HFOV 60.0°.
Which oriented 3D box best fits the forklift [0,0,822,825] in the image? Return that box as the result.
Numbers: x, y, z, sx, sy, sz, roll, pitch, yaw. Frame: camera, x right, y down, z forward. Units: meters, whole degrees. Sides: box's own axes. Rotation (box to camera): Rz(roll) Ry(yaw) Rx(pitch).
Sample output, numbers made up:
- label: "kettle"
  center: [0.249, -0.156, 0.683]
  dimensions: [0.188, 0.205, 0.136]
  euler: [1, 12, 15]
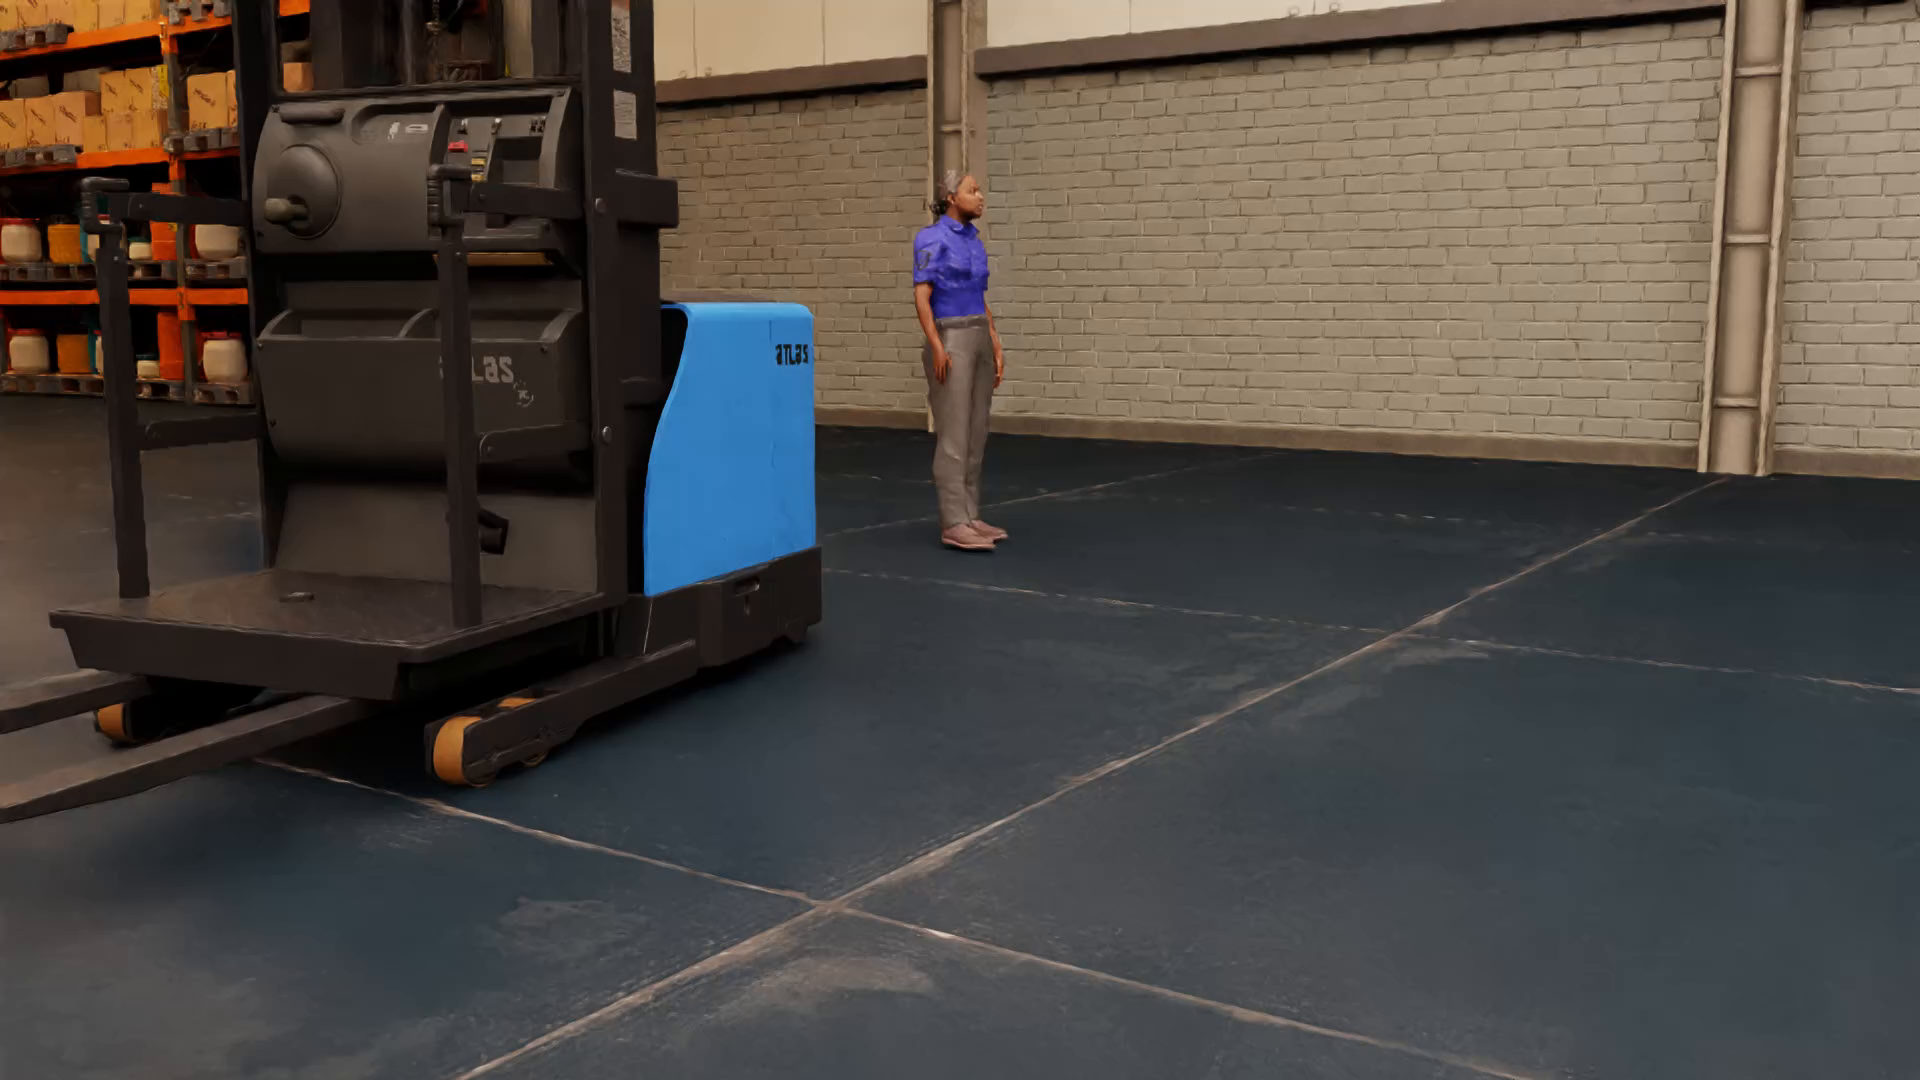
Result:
- label: "forklift"
  center: [-1.456, -0.963, 3.963]
  dimensions: [1.130, 2.935, 3.031]
  euler: [3, 9, 21]

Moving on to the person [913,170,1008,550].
- label: "person"
  center: [0.062, -0.817, 7.422]
  dimensions: [0.503, 1.654, 0.570]
  euler: [5, 10, 34]
